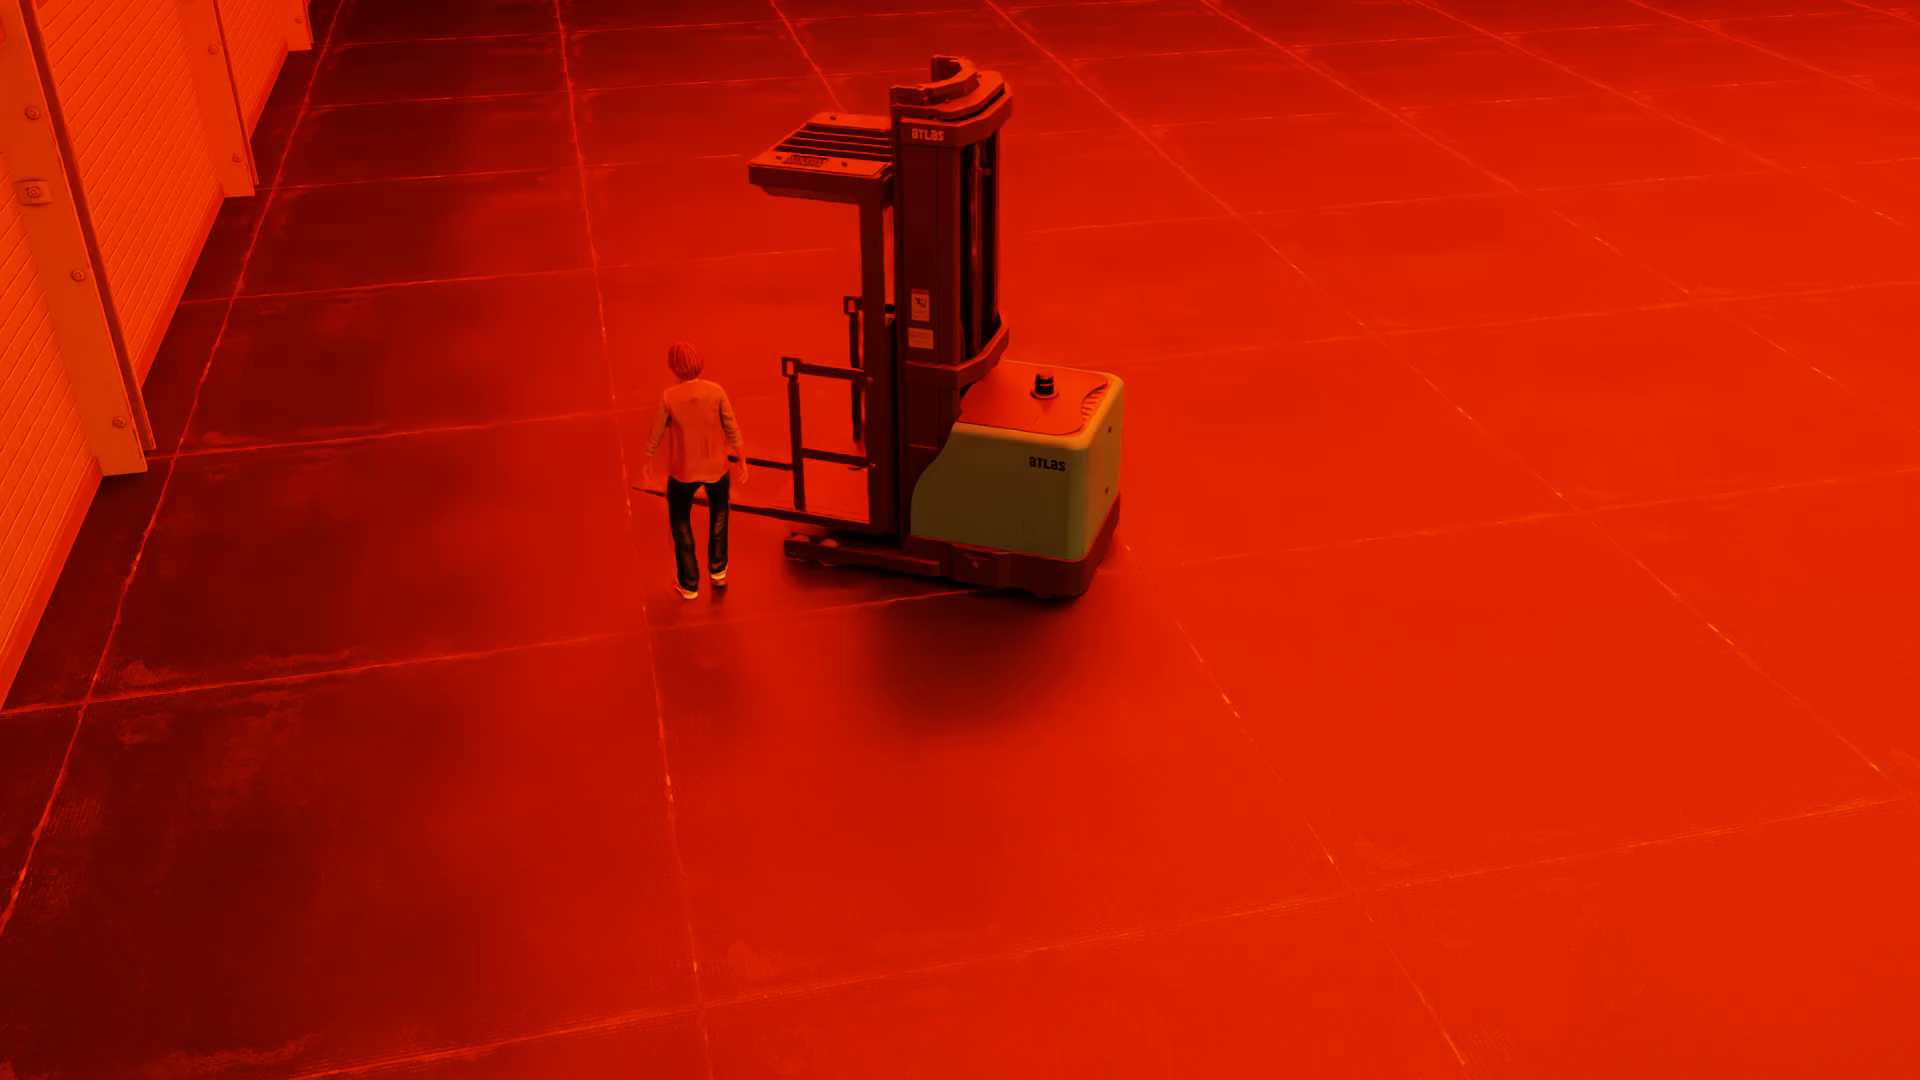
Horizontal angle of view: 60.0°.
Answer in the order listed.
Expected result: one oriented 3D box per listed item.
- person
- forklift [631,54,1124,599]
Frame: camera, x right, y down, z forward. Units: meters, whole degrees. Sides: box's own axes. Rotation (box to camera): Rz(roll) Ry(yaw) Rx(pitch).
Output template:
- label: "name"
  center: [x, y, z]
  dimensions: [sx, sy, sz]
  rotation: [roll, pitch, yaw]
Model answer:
- label: "person"
  center: [-1.544, -0.432, 9.672]
  dimensions: [0.595, 1.579, 0.449]
  rotation: [-10, 31, -16]
- label: "forklift"
  center: [-0.569, -1.344, 9.896]
  dimensions: [3.031, 2.935, 1.130]
  rotation: [9, 31, 15]
